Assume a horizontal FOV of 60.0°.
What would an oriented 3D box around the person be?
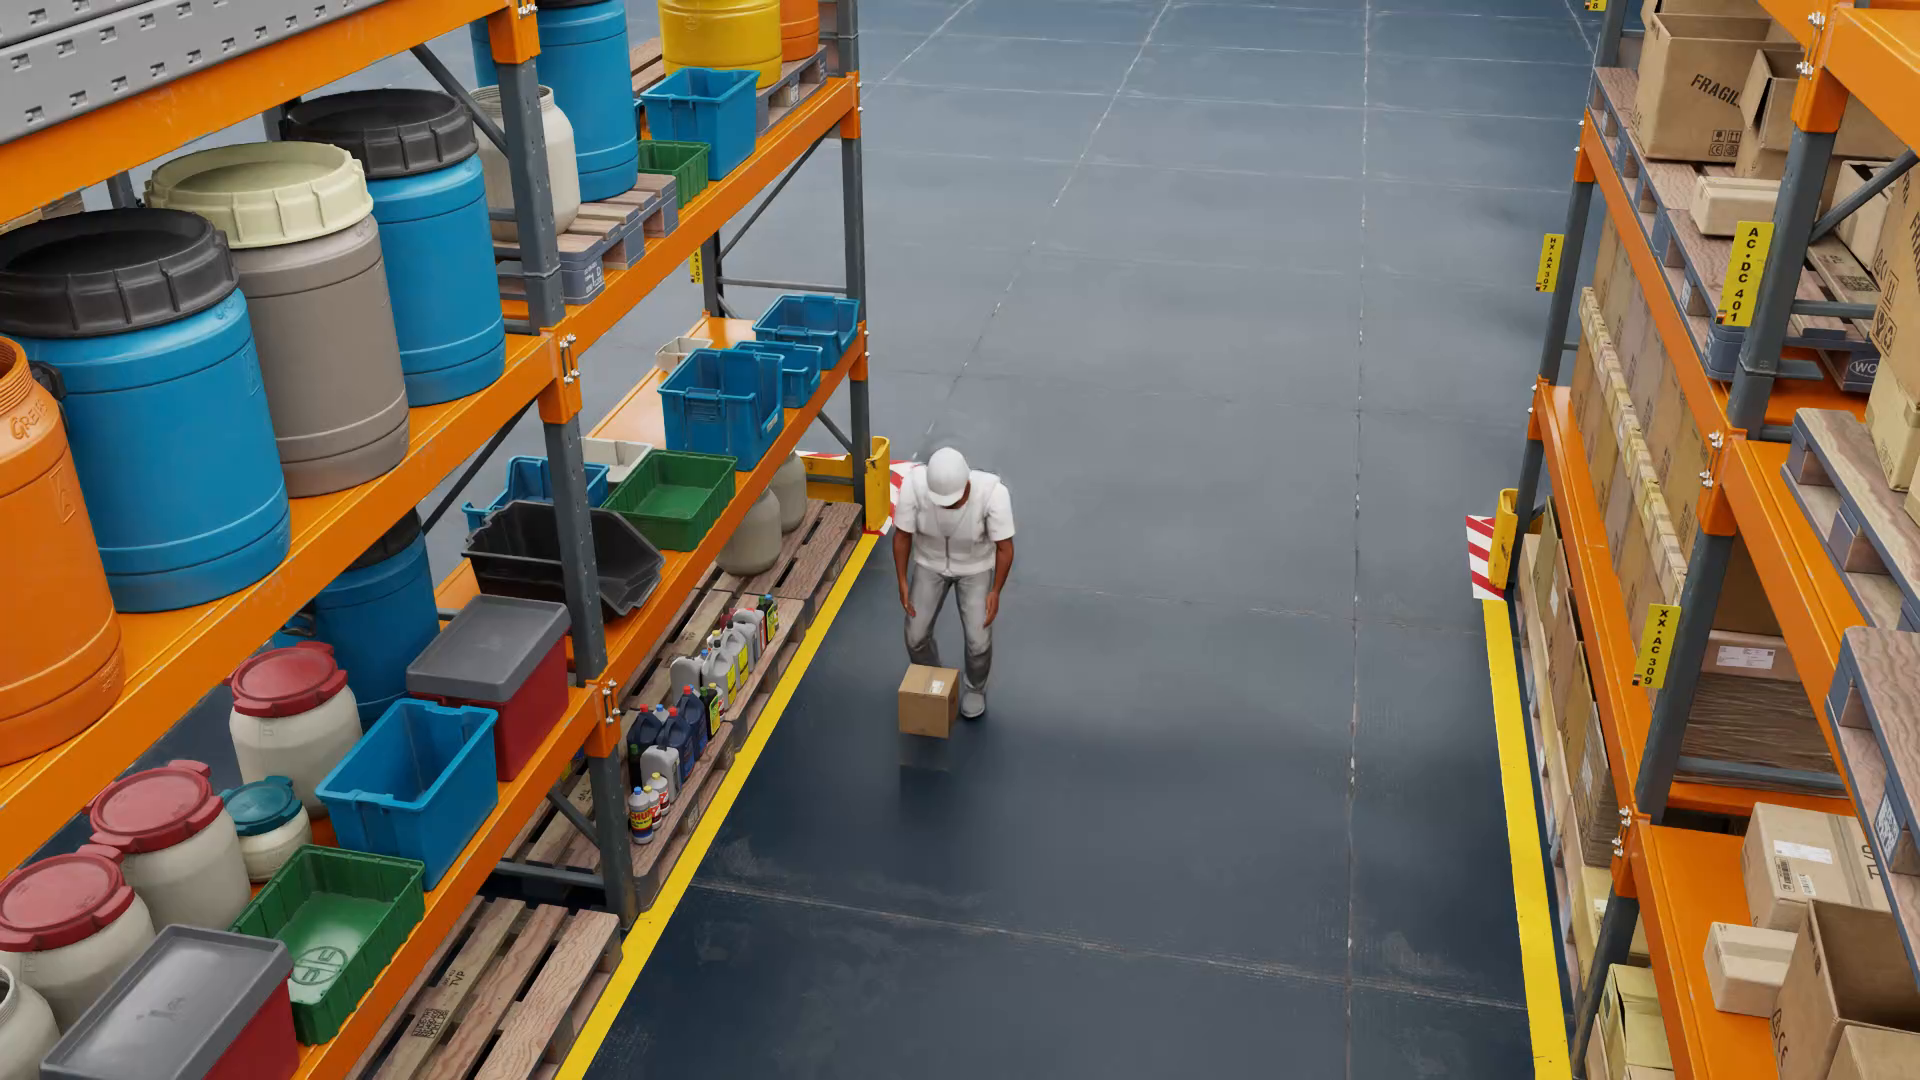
[{"bbox_3d":[-0.025,0.183,8.446,0.620,1.591,0.622,6,29,11],"label":"person"}]
